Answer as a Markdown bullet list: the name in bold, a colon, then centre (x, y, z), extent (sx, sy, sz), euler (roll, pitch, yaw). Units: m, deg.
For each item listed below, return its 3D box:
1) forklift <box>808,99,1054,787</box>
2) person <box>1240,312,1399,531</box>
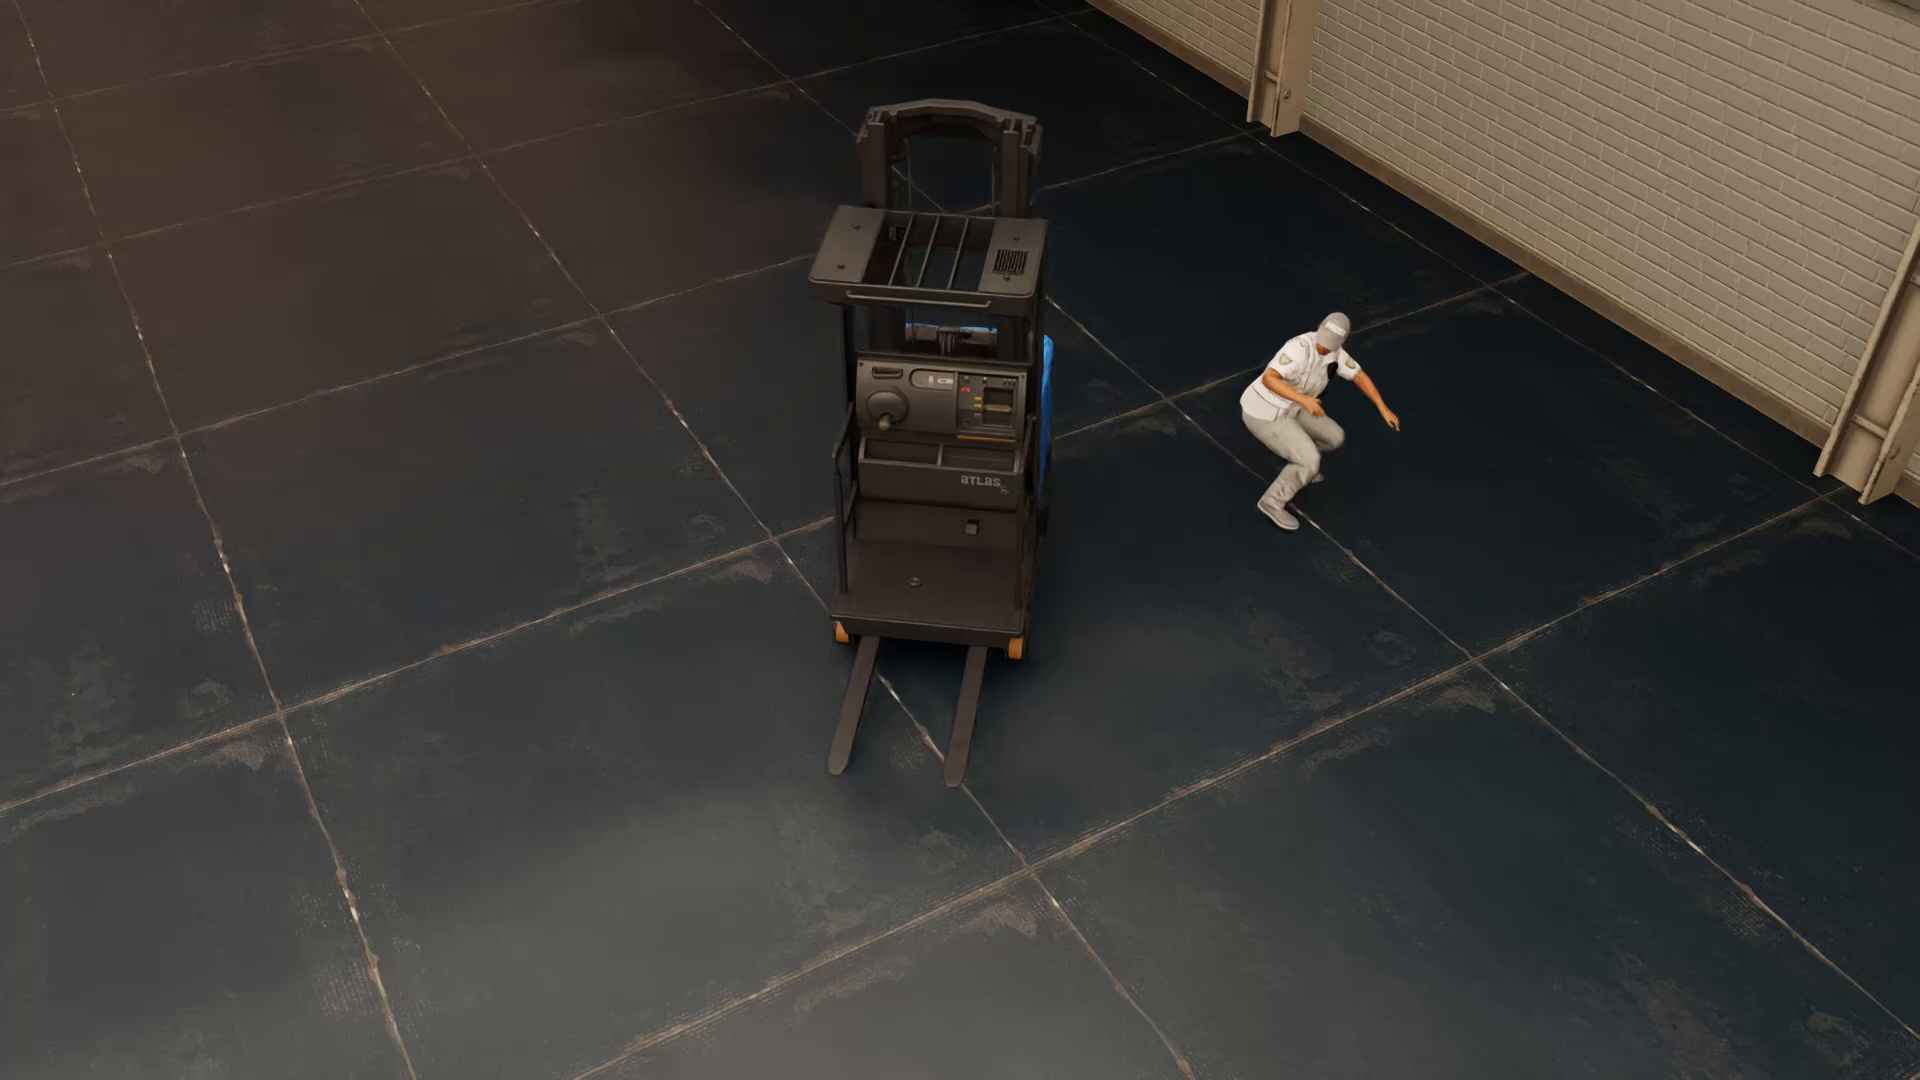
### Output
- **forklift**: centre (-0.130, -0.686, 8.863), extent (1.130, 2.935, 3.031), euler (5, 40, 6)
- **person**: centre (2.158, -0.751, 10.176), extent (0.875, 1.428, 0.745), euler (28, 47, 29)
